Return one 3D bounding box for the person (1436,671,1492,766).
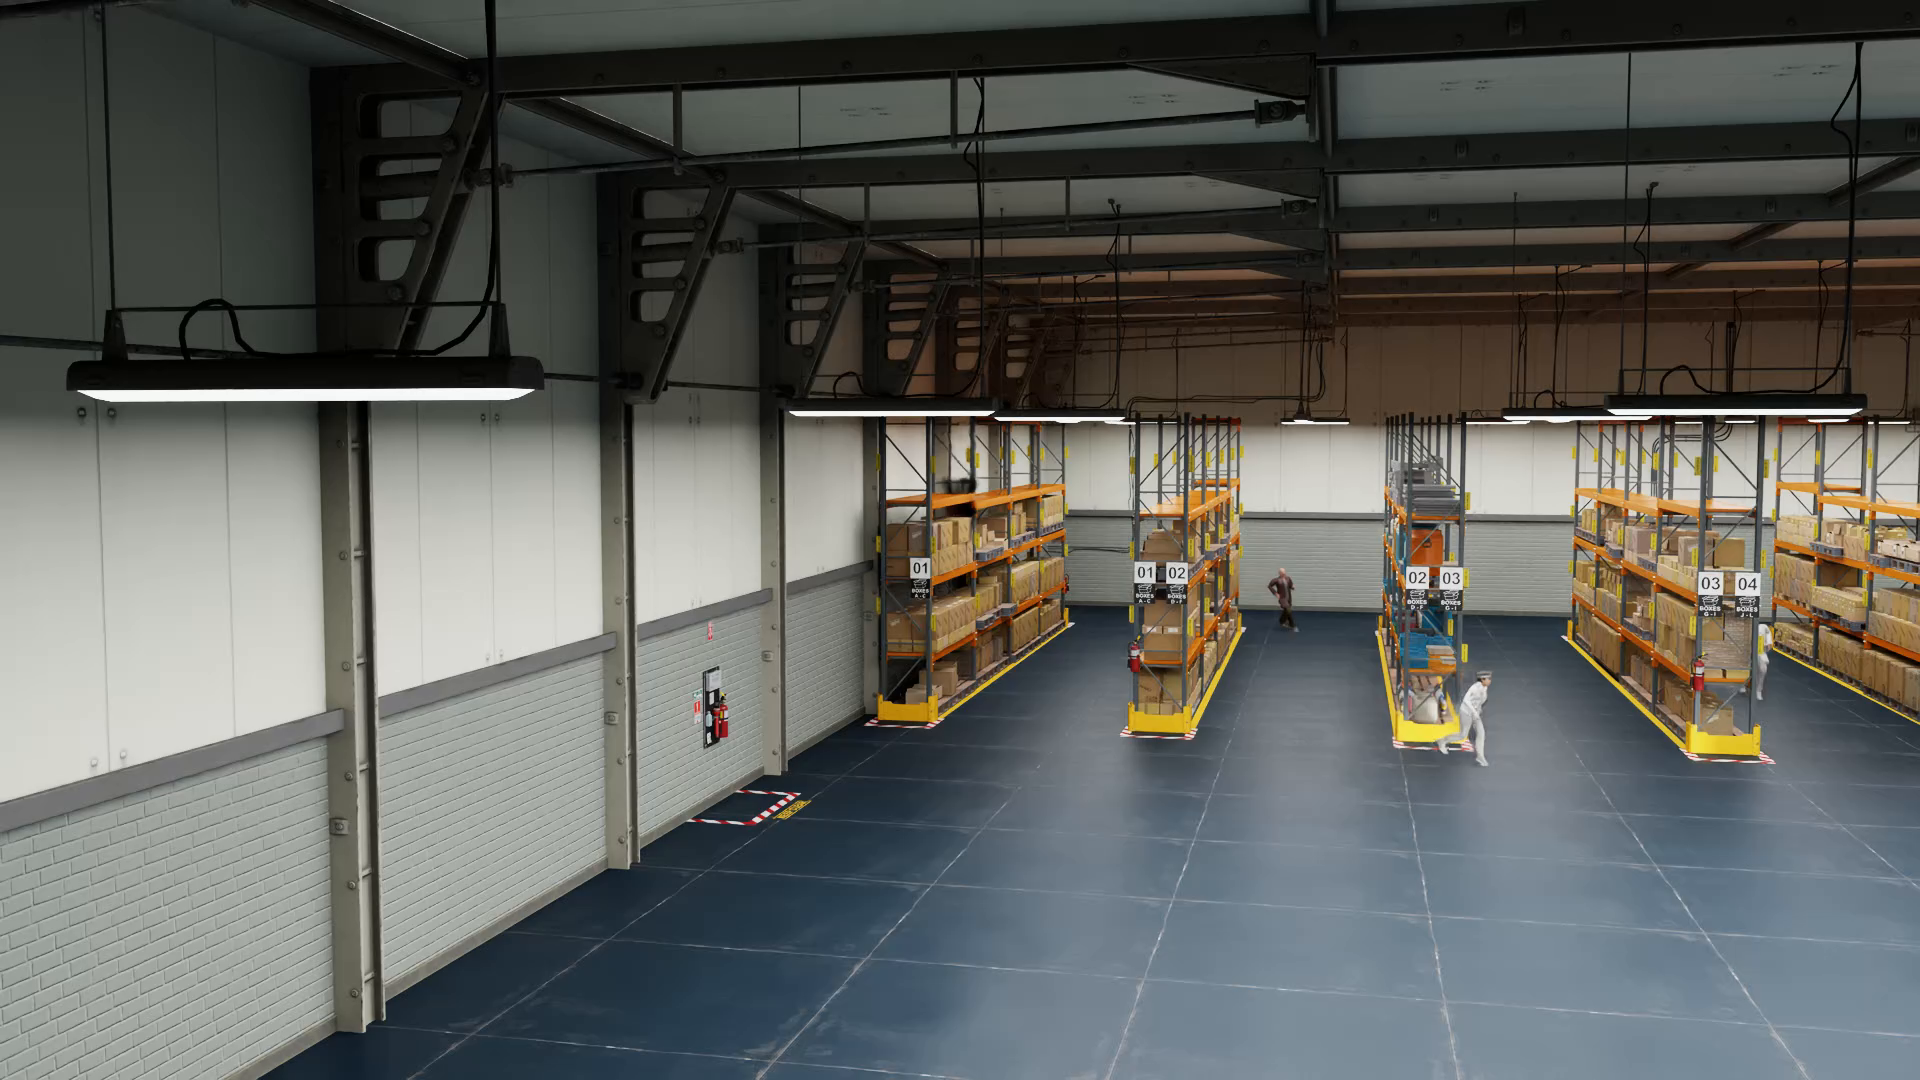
[{"bbox_3d":[8.639,3.017,28.456,0.950,1.640,0.641,3,5,33],"label":"person"}]

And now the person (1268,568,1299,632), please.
[{"bbox_3d":[9.077,1.685,46.777,0.711,1.793,0.907,-2,5,-31],"label":"person"}]

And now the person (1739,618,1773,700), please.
[{"bbox_3d":[16.846,2.462,35.247,0.733,1.813,0.976,1,4,11],"label":"person"}]
